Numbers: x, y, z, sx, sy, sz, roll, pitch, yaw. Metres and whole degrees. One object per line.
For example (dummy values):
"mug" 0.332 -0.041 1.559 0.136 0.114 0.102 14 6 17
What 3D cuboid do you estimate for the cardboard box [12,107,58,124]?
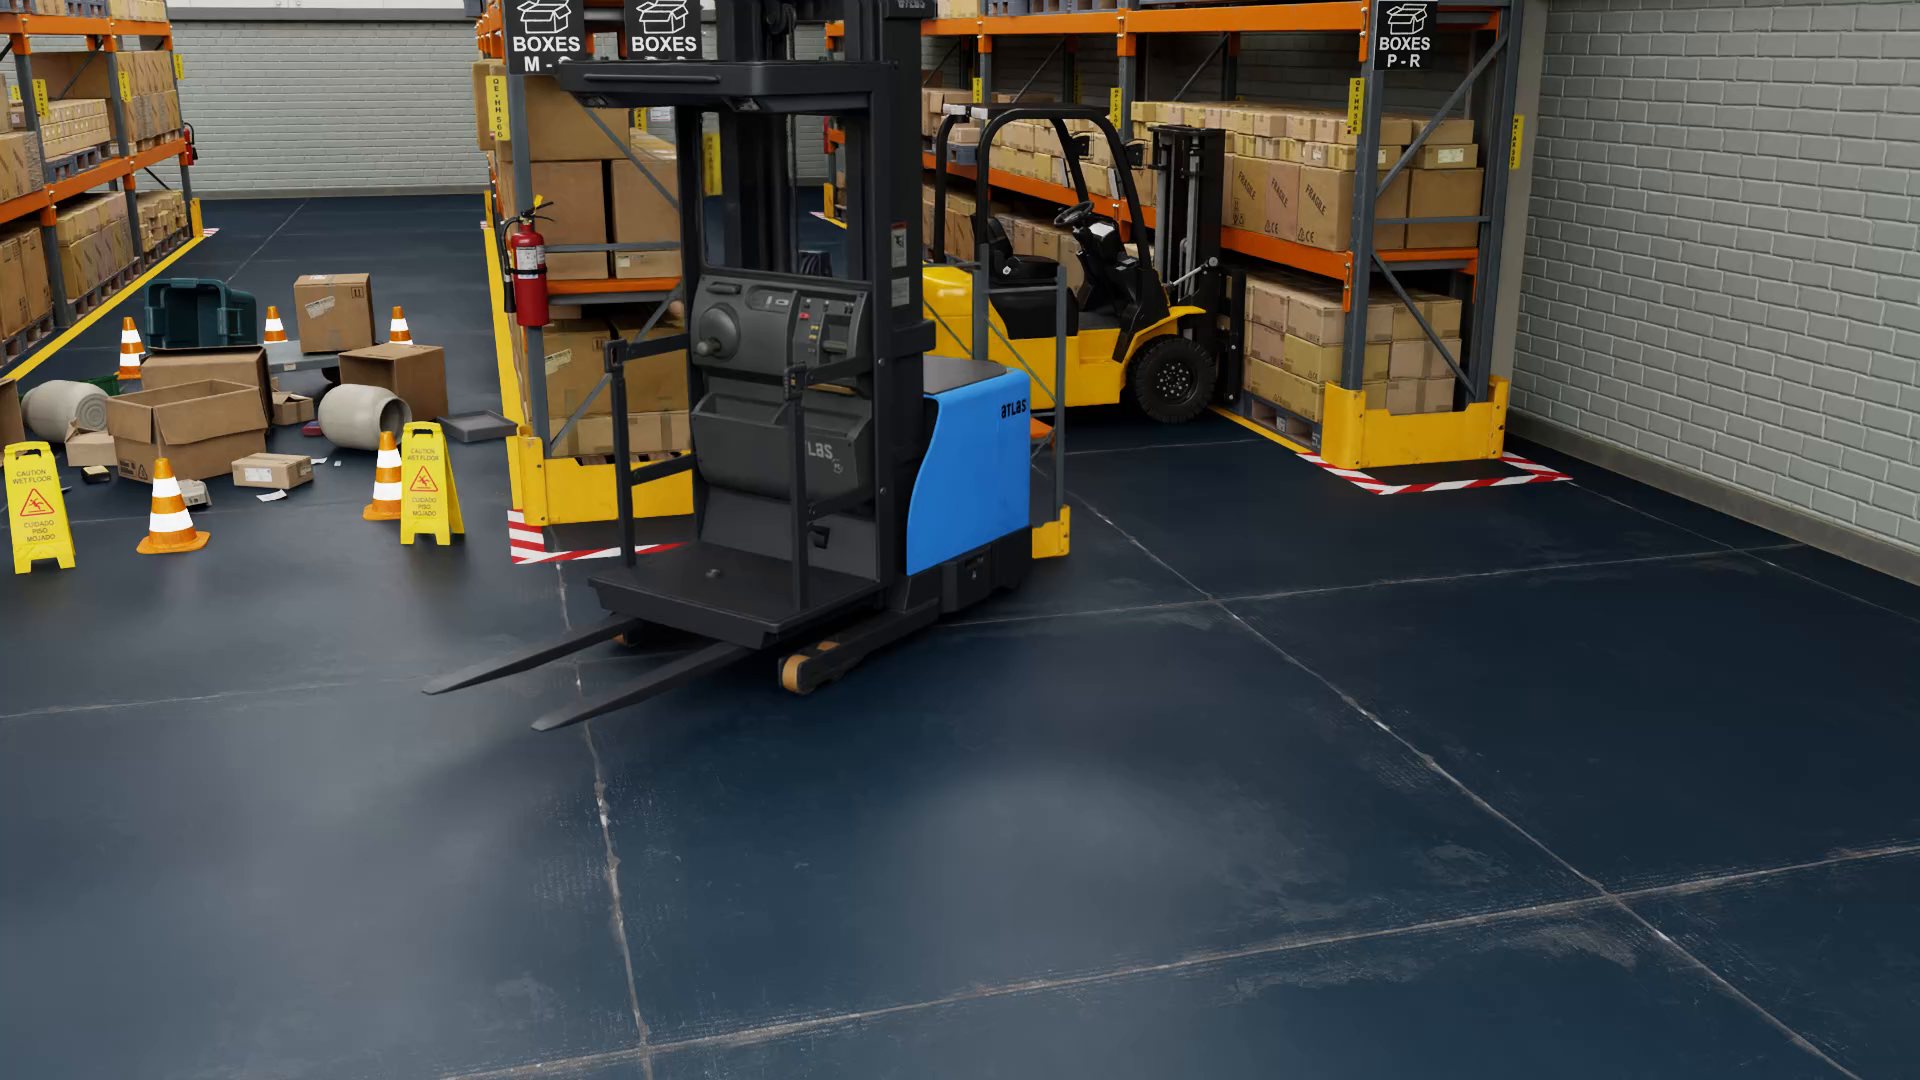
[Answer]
"cardboard box" -8.950 -4.100 16.058 0.380 0.149 0.250 -5 18 -18

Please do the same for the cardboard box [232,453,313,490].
"cardboard box" -4.169 -0.419 10.088 0.380 0.149 0.250 4 17 13

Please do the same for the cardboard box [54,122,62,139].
"cardboard box" -8.960 -3.966 16.131 0.380 0.149 0.250 -5 17 -15

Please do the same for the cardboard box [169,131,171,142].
"cardboard box" -10.519 -5.260 21.685 0.380 0.149 0.250 -5 17 -16

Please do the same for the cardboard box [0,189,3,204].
"cardboard box" -7.997 -2.902 13.224 0.500 0.500 0.500 -4 17 -14

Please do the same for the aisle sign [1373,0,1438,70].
"aisle sign" 2.640 -3.179 9.801 0.394 0.787 0.004 -5 17 -15

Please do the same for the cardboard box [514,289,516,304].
"cardboard box" -2.640 -1.576 10.602 0.380 0.149 0.250 -4 17 -13

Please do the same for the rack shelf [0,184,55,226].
"rack shelf" -8.248 -2.477 13.236 1.077 0.370 4.000 -5 17 -15

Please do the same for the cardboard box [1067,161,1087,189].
"cardboard box" 1.272 -3.267 14.874 0.500 0.250 0.500 -5 17 -16

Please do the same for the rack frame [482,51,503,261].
"rack frame" -5.165 -4.901 20.053 1.000 3.000 0.127 -5 17 -15

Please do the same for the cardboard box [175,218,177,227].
"cardboard box" -10.493 -4.152 21.784 0.380 0.149 0.250 -5 17 -16

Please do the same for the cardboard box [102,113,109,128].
"cardboard box" -9.597 -4.610 18.276 0.380 0.149 0.250 -4 17 -14

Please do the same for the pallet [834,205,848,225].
"pallet" -1.252 -4.824 24.644 1.003 0.211 1.213 -5 17 -15

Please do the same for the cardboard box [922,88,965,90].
"cardboard box" -0.333 -5.249 20.307 0.700 0.500 0.500 -5 17 -15

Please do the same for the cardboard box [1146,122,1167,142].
"cardboard box" 1.712 -3.259 13.288 0.380 0.149 0.250 -4 17 -14

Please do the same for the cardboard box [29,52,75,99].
"cardboard box" -10.286 -5.259 18.818 0.500 0.500 0.500 -5 18 -17

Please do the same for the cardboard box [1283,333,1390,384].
"cardboard box" 2.470 -1.209 10.942 0.500 0.250 0.500 -5 17 -16

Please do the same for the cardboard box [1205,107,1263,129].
"cardboard box" 2.038 -3.121 12.309 0.380 0.149 0.250 -5 17 -15

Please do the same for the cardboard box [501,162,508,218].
"cardboard box" -2.828 -2.458 11.229 0.500 0.500 0.500 -5 17 -16

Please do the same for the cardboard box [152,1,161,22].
"cardboard box" -10.469 -6.707 21.114 0.500 0.250 0.500 -5 17 -15

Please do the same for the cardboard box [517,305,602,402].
"cardboard box" -2.485 -1.170 10.379 0.500 0.500 0.500 -4 17 -13

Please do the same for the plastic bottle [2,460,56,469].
"plastic bottle" -5.835 -0.476 10.430 0.283 0.061 0.133 -12 20 -34

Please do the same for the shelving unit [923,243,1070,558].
"shelving unit" 0.106 -0.759 8.873 0.587 1.500 1.083 -6 18 -21

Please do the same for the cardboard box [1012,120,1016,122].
"cardboard box" 0.680 -4.292 16.725 0.380 0.149 0.250 -4 17 -14

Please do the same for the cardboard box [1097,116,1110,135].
"cardboard box" 1.409 -3.587 14.378 0.380 0.149 0.250 -5 17 -16

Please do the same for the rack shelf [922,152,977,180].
"rack shelf" 0.156 -4.396 19.625 1.077 0.370 4.000 -5 17 -15

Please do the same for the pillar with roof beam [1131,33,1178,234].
"pillar with roof beam" -2.208 -6.431 14.720 9.100 9.000 0.400 -5 17 -15

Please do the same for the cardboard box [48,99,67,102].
"cardboard box" -10.301 -4.783 18.971 0.500 0.500 0.500 -5 17 -15

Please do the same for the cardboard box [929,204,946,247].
"cardboard box" -0.052 -3.718 19.730 0.500 0.500 0.500 -5 18 -17

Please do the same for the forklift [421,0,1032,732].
"forklift" -0.900 -0.923 6.932 1.130 2.935 3.031 11 20 33

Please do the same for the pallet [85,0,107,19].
"pallet" -9.829 -5.649 17.656 1.213 0.211 1.003 -5 17 -15

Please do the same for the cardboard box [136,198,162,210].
"cardboard box" -10.296 -4.218 20.973 0.380 0.149 0.250 -5 18 -17

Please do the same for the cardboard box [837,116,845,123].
"cardboard box" -1.488 -6.185 24.072 0.500 0.250 0.500 -5 17 -15

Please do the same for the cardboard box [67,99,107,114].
"cardboard box" -9.599 -4.752 18.229 0.380 0.149 0.250 -4 17 -13

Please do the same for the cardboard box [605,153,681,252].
"cardboard box" -1.731 -1.925 9.455 0.500 0.500 0.500 -5 17 -16

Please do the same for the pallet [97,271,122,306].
"pallet" -9.342 -2.593 17.216 1.003 0.211 1.213 -5 17 -15

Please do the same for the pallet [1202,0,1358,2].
"pallet" 2.396 -3.905 11.677 1.003 0.211 1.213 -5 17 -15

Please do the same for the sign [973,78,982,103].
"sign" 0.187 -4.659 17.373 0.100 0.325 0.005 -5 17 -15

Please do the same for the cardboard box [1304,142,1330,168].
"cardboard box" 2.441 -2.476 10.678 0.380 0.149 0.250 -4 17 -14

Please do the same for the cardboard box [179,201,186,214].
"cardboard box" -10.576 -4.443 22.237 0.380 0.149 0.250 -5 17 -17

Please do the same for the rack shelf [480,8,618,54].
"rack shelf" -3.516 -4.333 14.200 1.077 0.370 4.000 -5 17 -15

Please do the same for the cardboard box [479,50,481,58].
"cardboard box" -6.331 -6.577 22.593 0.380 0.149 0.250 -4 17 -14

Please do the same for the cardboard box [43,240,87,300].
"cardboard box" -8.747 -2.595 15.992 0.500 0.500 0.500 -5 18 -18

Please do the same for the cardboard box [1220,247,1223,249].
"cardboard box" 2.126 -2.324 13.785 0.500 0.250 0.500 -4 17 -14

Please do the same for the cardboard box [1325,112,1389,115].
"cardboard box" 2.742 -2.873 11.485 0.380 0.149 0.250 -4 17 -14

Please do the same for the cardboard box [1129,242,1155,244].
"cardboard box" 1.651 -2.289 14.755 0.875 0.625 0.625 -4 17 -13

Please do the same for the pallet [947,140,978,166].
"pallet" 0.452 -4.278 18.313 1.213 0.211 1.003 -5 17 -15

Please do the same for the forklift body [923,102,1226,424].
"forklift body" 0.629 -1.949 11.701 2.313 2.155 1.214 -5 17 -15

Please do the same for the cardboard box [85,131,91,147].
"cardboard box" -9.308 -4.181 17.365 0.380 0.149 0.250 -5 18 -18

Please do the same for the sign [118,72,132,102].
"sign" -9.364 -5.081 18.640 0.100 0.325 0.005 -5 17 -15

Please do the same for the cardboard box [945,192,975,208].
"cardboard box" -0.011 -3.988 19.502 0.380 0.149 0.250 -6 18 -18

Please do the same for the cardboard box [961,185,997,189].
"cardboard box" 0.233 -4.322 20.615 0.380 0.149 0.250 -6 18 -18

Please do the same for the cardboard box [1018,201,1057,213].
"cardboard box" 0.862 -3.671 18.448 0.380 0.149 0.250 -4 17 -12

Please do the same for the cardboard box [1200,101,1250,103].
"cardboard box" 2.183 -3.518 13.631 0.380 0.149 0.250 -5 17 -15

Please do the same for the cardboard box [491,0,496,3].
"cardboard box" -2.699 -3.396 10.265 0.380 0.149 0.250 -5 17 -16
